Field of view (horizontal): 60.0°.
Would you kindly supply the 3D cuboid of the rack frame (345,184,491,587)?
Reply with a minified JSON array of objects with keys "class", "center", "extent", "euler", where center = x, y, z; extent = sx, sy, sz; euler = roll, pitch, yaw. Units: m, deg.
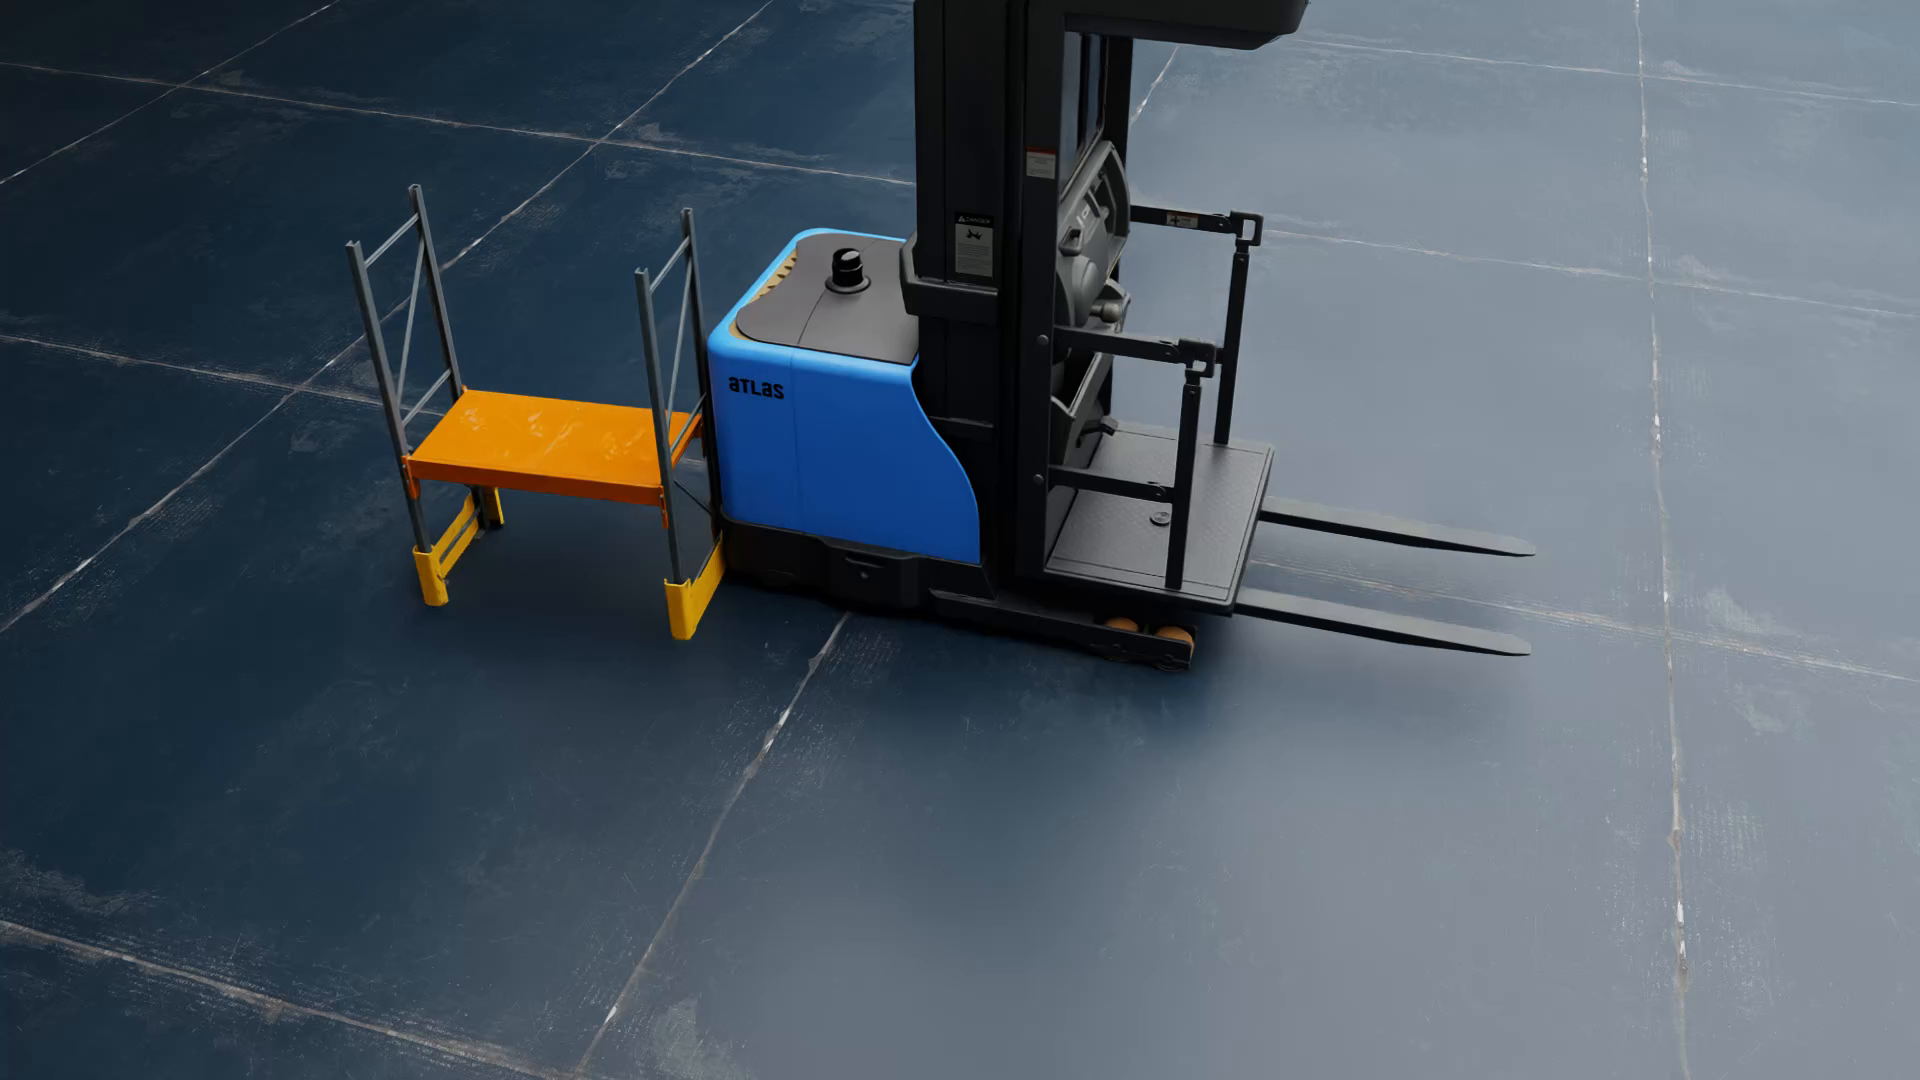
[{"class":"rack frame","center":[-1.992,-0.523,6.195],"extent":[0.032,1.500,0.500],"euler":[7,37,9]}]

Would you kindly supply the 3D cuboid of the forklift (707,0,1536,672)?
[{"class":"forklift","center":[0.651,-1.051,5.705],"extent":[3.031,2.935,1.130],"euler":[10,38,14]}]

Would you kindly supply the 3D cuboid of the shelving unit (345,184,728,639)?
[{"class":"shelving unit","center":[-1.484,-0.463,6.114],"extent":[1.083,1.500,0.587],"euler":[7,37,9]}]

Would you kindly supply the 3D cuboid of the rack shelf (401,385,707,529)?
[{"class":"rack shelf","center":[-1.493,-0.320,6.222],"extent":[1.000,0.185,0.538],"euler":[7,37,9]}]

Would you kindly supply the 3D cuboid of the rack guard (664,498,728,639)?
[{"class":"rack guard","center":[-0.996,0.097,6.407],"extent":[0.087,0.250,0.587],"euler":[7,37,9]}]

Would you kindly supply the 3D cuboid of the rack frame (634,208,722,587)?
[{"class":"rack frame","center":[-0.995,-0.406,6.036],"extent":[0.032,1.500,0.500],"euler":[7,37,9]}]

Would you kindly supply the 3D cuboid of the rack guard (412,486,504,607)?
[{"class":"rack guard","center":[-1.973,-0.017,6.563],"extent":[0.087,0.250,0.587],"euler":[7,37,9]}]
